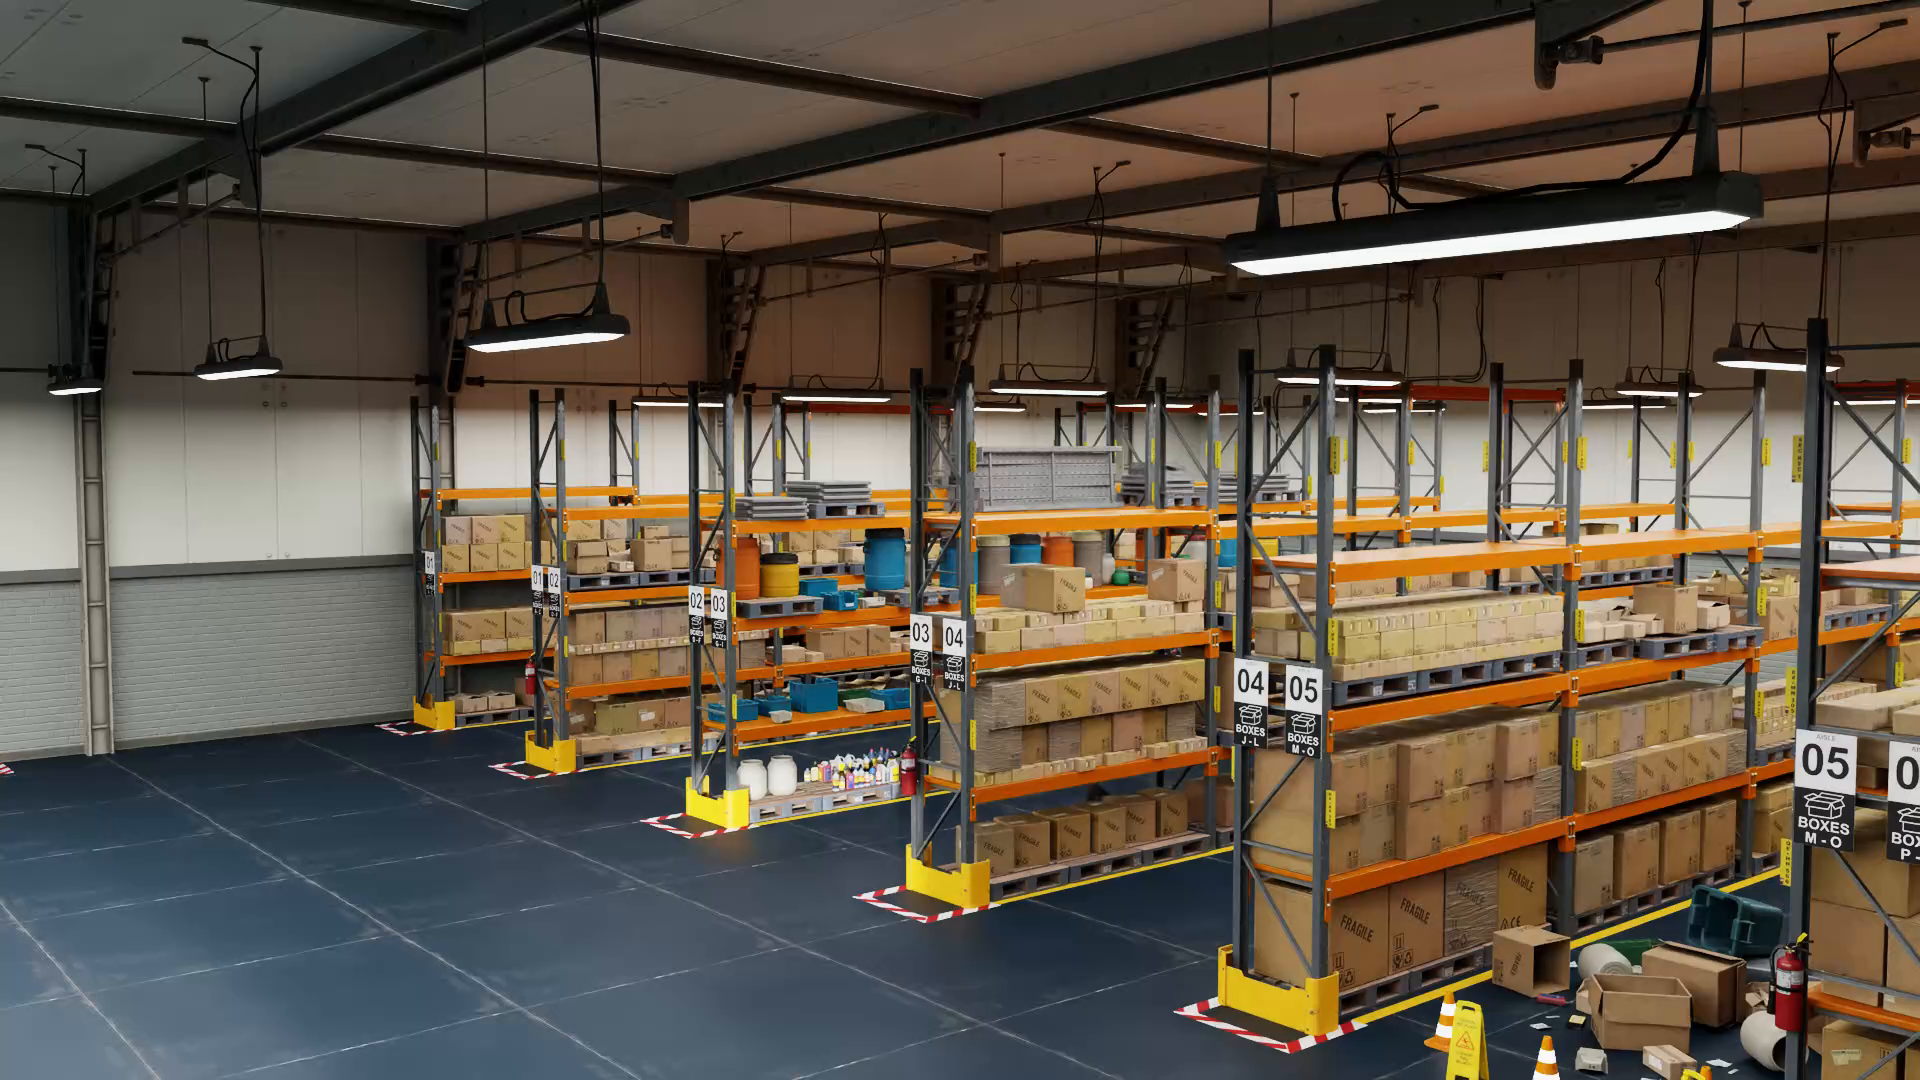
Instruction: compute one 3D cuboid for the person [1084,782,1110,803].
[{"bbox_3d":[1.806,2.976,22.505,0.909,1.657,0.575,-3,5,-43],"label":"person"}]
